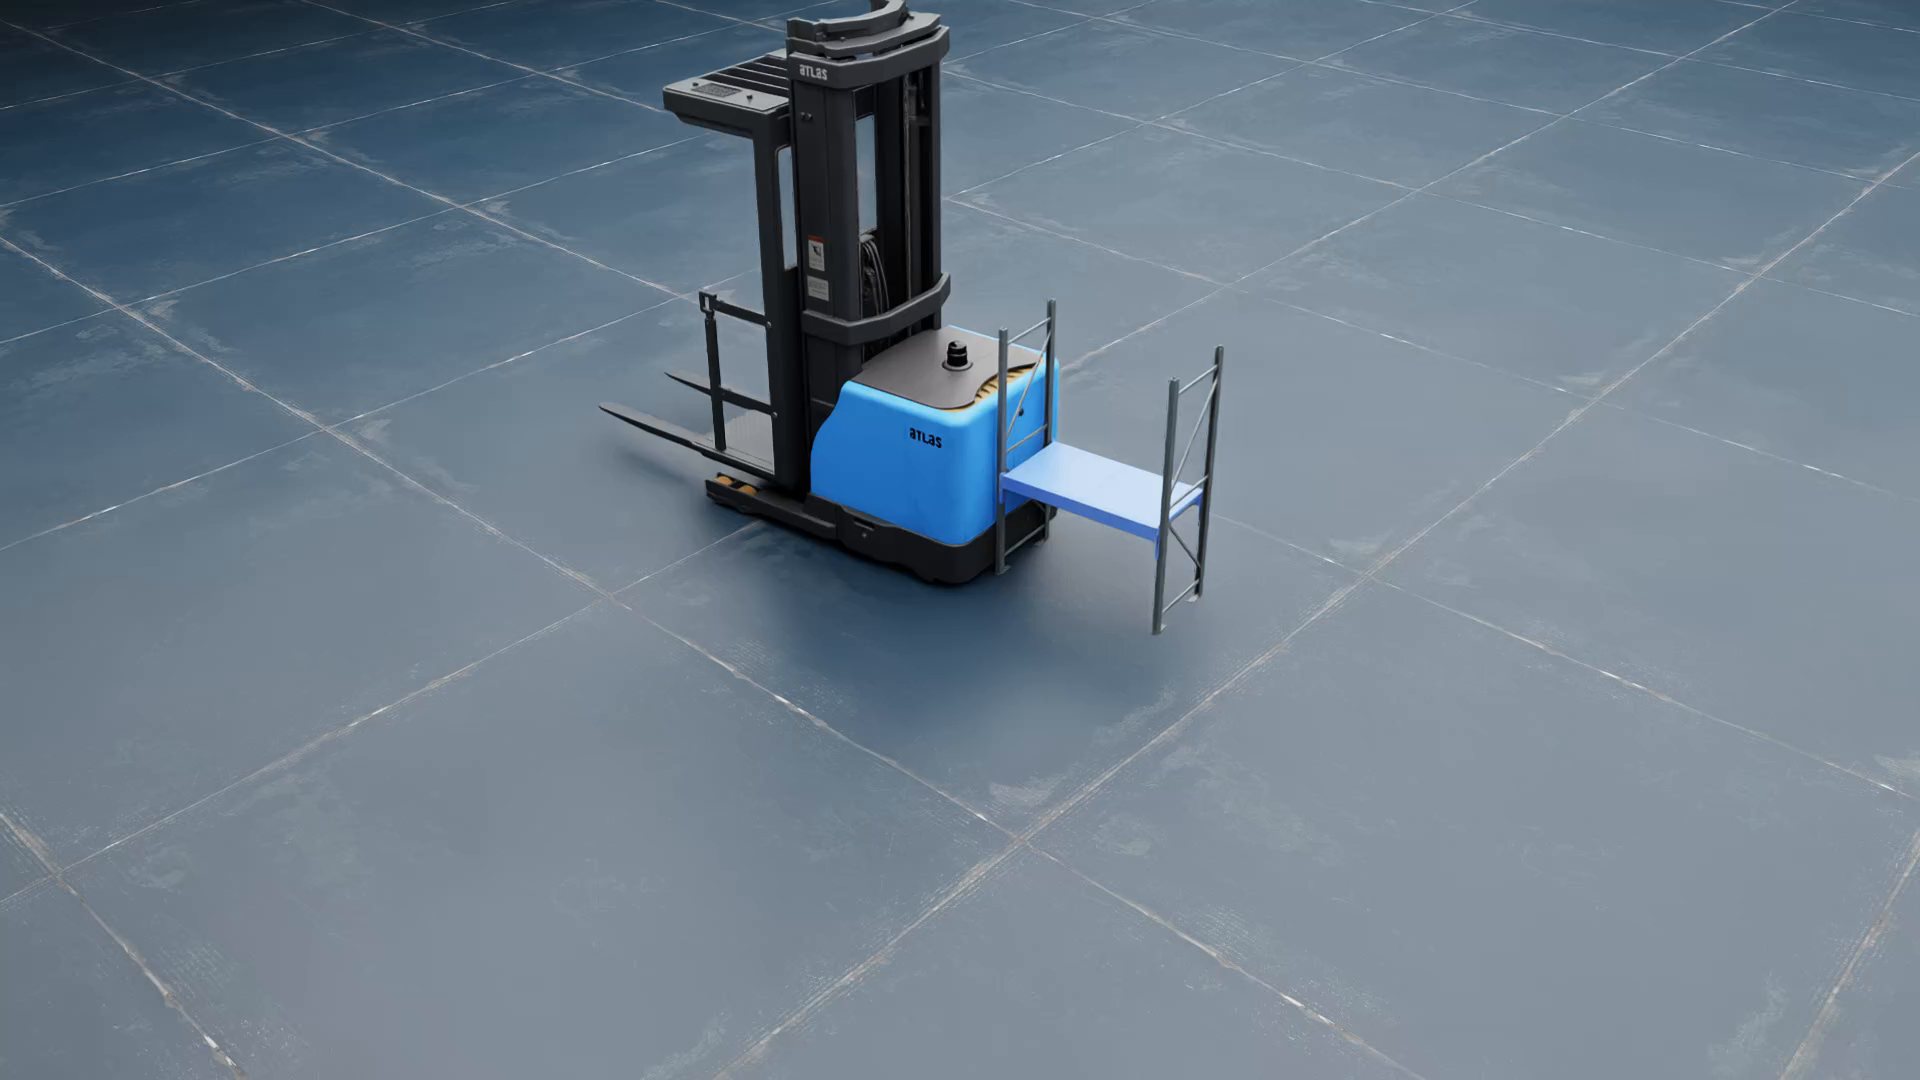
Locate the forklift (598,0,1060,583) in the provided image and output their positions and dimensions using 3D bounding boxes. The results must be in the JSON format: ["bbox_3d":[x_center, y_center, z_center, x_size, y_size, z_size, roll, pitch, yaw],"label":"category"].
[{"bbox_3d":[-0.916,-1.612,9.531,3.031,2.935,1.130,21,37,30],"label":"forklift"}]

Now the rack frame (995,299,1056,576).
[{"bbox_3d":[0.359,-0.548,9.151,0.032,1.500,0.500,21,37,30],"label":"rack frame"}]

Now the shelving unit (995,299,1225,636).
[{"bbox_3d":[0.770,-0.393,8.894,1.048,1.500,0.538,21,37,30],"label":"shelving unit"}]

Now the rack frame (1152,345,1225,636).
[{"bbox_3d":[1.180,-0.239,8.637,0.032,1.500,0.500,21,37,30],"label":"rack frame"}]

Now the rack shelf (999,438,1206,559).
[{"bbox_3d":[0.770,-0.239,8.986,1.000,0.185,0.538,21,37,30],"label":"rack shelf"}]
